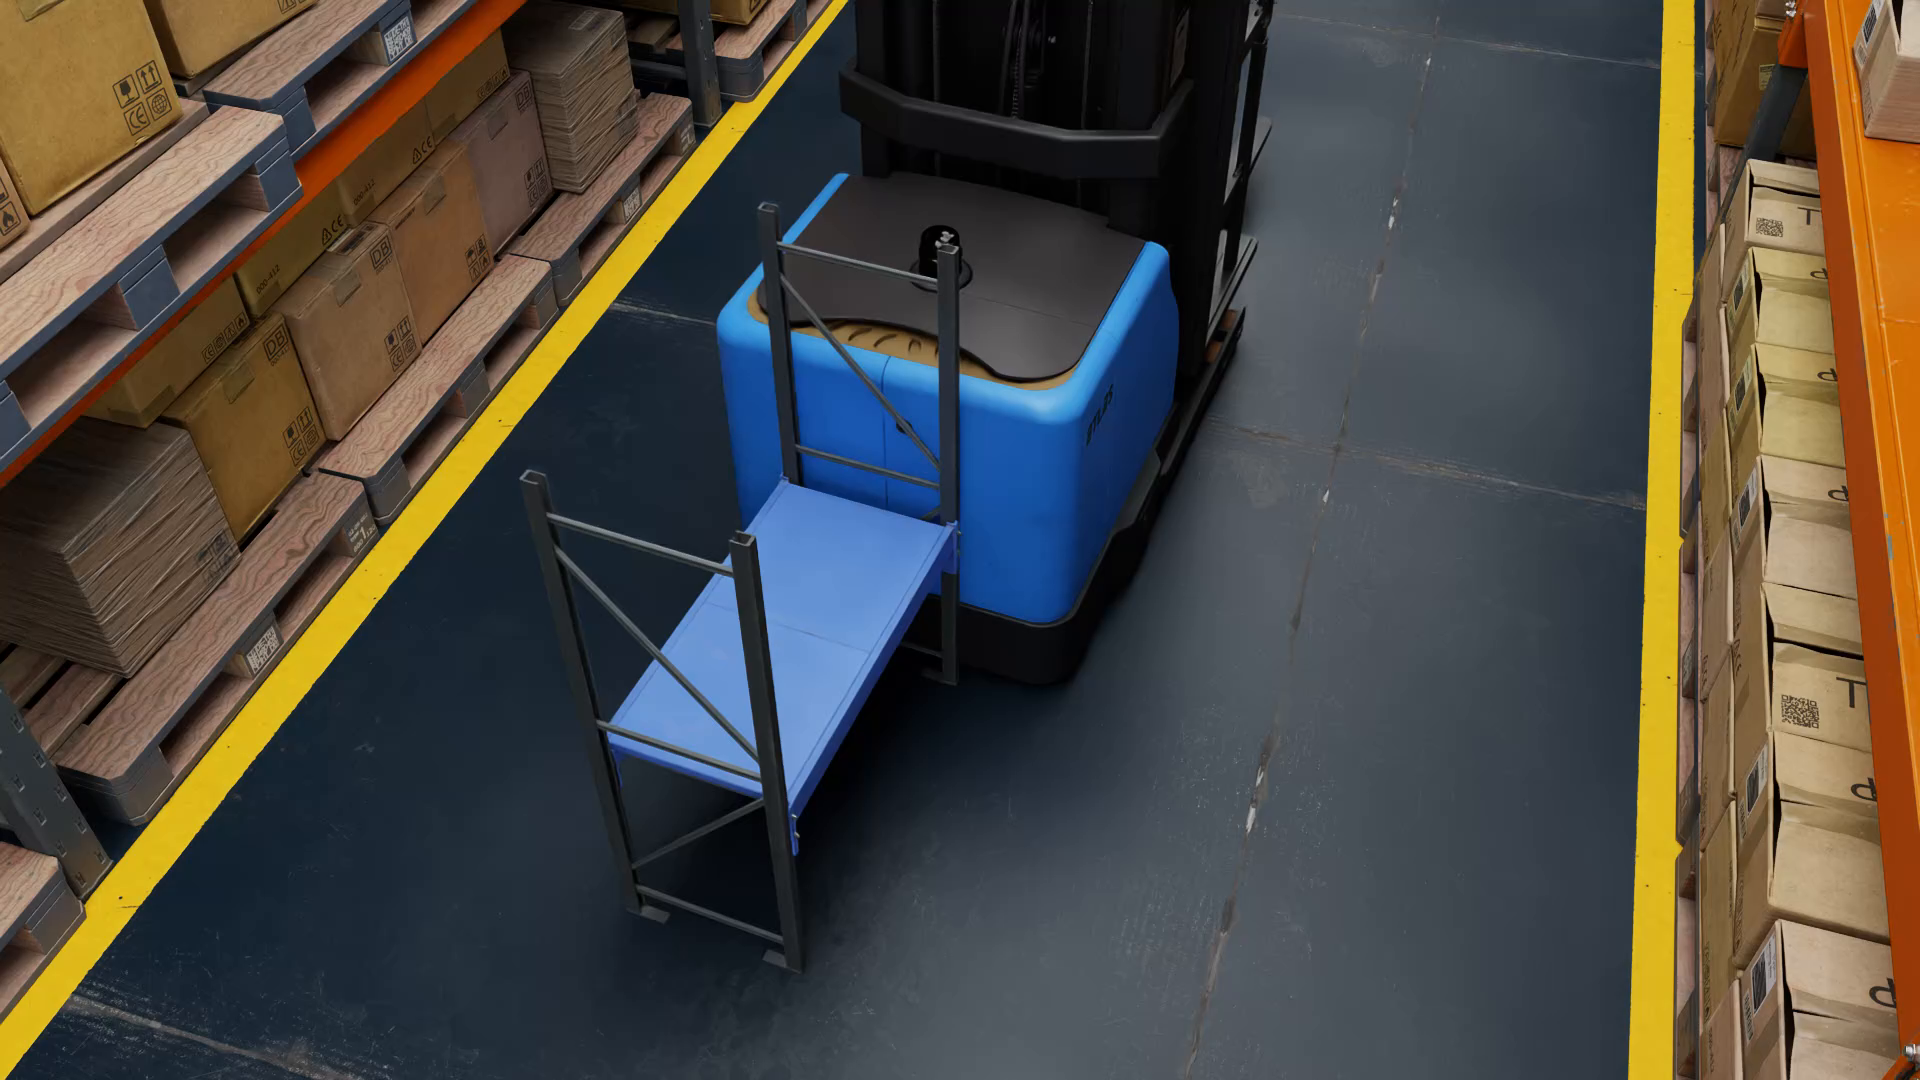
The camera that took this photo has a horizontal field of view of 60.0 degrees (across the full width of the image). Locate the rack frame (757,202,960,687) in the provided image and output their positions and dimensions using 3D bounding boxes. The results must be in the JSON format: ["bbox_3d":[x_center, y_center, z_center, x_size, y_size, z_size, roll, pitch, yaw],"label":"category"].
[{"bbox_3d":[-0.239,-0.187,4.368,0.500,1.500,0.032,16,47,16],"label":"rack frame"}]

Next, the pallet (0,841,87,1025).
[{"bbox_3d":[-2.889,1.169,3.905,1.003,0.211,1.213,13,46,13],"label":"pallet"}]

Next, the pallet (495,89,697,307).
[{"bbox_3d":[-1.746,-1.432,6.562,1.003,0.211,1.213,13,46,13],"label":"pallet"}]

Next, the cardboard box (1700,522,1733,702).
[{"bbox_3d":[2.317,0.242,4.524,0.500,0.250,0.500,13,46,13],"label":"cardboard box"}]

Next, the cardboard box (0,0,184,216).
[{"bbox_3d":[-2.356,-1.179,3.924,0.700,0.500,0.500,17,47,17],"label":"cardboard box"}]

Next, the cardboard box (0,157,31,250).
[{"bbox_3d":[-2.532,-0.808,3.545,0.700,0.500,0.500,13,46,13],"label":"cardboard box"}]

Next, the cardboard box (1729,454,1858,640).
[{"bbox_3d":[2.313,0.051,4.318,0.500,0.311,0.500,12,46,12],"label":"cardboard box"}]

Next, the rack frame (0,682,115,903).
[{"bbox_3d":[-2.719,-0.283,3.394,1.000,3.000,0.127,13,46,13],"label":"rack frame"}]

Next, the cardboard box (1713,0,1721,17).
[{"bbox_3d":[3.584,-2.535,7.169,0.500,0.500,0.500,11,45,11],"label":"cardboard box"}]

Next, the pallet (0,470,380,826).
[{"bbox_3d":[-2.485,0.194,4.900,1.003,0.211,1.213,13,46,13],"label":"pallet"}]

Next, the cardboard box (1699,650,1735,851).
[{"bbox_3d":[2.162,0.581,4.177,0.500,0.250,0.500,13,46,13],"label":"cardboard box"}]

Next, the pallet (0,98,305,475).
[{"bbox_3d":[-2.349,-0.693,3.951,1.003,0.211,1.213,13,46,13],"label":"pallet"}]

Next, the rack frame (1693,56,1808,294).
[{"bbox_3d":[3.215,-1.902,5.049,1.000,3.000,0.127,13,46,13],"label":"rack frame"}]

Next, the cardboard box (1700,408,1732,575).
[{"bbox_3d":[2.473,-0.100,4.873,0.500,0.250,0.500,11,46,11],"label":"cardboard box"}]

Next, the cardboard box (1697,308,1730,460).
[{"bbox_3d":[2.625,-0.448,5.228,0.500,0.250,0.500,11,46,11],"label":"cardboard box"}]

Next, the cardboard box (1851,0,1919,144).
[{"bbox_3d":[2.759,-1.315,4.513,0.500,0.311,0.500,12,46,12],"label":"cardboard box"}]

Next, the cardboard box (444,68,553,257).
[{"bbox_3d":[-1.943,-1.403,6.012,0.700,0.500,0.500,12,46,12],"label":"cardboard box"}]

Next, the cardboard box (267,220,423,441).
[{"bbox_3d":[-2.210,-0.727,5.321,0.700,0.500,0.500,13,46,13],"label":"cardboard box"}]

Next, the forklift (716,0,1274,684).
[{"bbox_3d":[0.366,-1.682,4.874,1.130,2.935,3.031,16,47,16],"label":"forklift"}]

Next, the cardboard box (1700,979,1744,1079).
[{"bbox_3d":[1.852,1.259,3.485,0.500,0.250,0.500,12,46,12],"label":"cardboard box"}]

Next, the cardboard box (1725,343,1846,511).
[{"bbox_3d":[2.468,-0.292,4.668,0.500,0.311,0.500,11,46,11],"label":"cardboard box"}]

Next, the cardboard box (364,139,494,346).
[{"bbox_3d":[-2.066,-1.066,5.667,0.700,0.500,0.500,12,46,12],"label":"cardboard box"}]

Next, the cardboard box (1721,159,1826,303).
[{"bbox_3d":[2.776,-0.983,5.375,0.500,0.311,0.500,14,46,14],"label":"cardboard box"}]

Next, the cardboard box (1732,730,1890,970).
[{"bbox_3d":[2.004,0.717,3.637,0.500,0.311,0.500,14,46,14],"label":"cardboard box"}]

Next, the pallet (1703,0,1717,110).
[{"bbox_3d":[3.848,-2.206,7.353,1.003,0.211,1.213,13,46,13],"label":"pallet"}]

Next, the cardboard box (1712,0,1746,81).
[{"bbox_3d":[3.431,-2.184,6.810,0.500,0.500,0.500,11,45,11],"label":"cardboard box"}]

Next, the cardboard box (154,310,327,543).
[{"bbox_3d":[-2.403,-0.396,4.983,0.700,0.500,0.500,12,46,12],"label":"cardboard box"}]

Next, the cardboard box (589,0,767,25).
[{"bbox_3d":[-1.160,-2.793,7.197,0.750,0.750,0.750,12,46,12],"label":"cardboard box"}]

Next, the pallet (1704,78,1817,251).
[{"bbox_3d":[3.477,-1.395,6.525,1.003,0.211,1.213,13,46,13],"label":"pallet"}]

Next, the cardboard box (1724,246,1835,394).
[{"bbox_3d":[2.625,-0.631,5.015,0.500,0.311,0.500,11,46,12],"label":"cardboard box"}]

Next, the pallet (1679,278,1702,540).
[{"bbox_3d":[2.928,-0.365,5.472,1.003,0.211,1.213,13,46,13],"label":"pallet"}]

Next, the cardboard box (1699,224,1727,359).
[{"bbox_3d":[2.776,-0.783,5.571,0.500,0.250,0.500,12,46,12],"label":"cardboard box"}]

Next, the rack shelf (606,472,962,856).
[{"bbox_3d":[-0.429,0.272,4.157,0.538,0.185,1.000,16,47,16],"label":"rack shelf"}]

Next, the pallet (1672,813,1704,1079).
[{"bbox_3d":[2.189,1.261,3.810,1.003,0.211,1.213,13,46,13],"label":"pallet"}]

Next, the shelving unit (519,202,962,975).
[{"bbox_3d":[-0.429,0.143,4.031,0.538,1.500,1.048,16,47,16],"label":"shelving unit"}]

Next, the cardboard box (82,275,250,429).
[{"bbox_3d":[-2.382,-0.603,4.658,0.500,0.250,0.500,12,46,12],"label":"cardboard box"}]

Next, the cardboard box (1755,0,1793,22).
[{"bbox_3d":[3.287,-2.146,6.235,0.500,0.250,0.500,14,46,14],"label":"cardboard box"}]

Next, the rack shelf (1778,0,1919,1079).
[{"bbox_3d":[2.609,-0.312,3.939,1.077,0.370,4.000,13,46,13],"label":"rack shelf"}]

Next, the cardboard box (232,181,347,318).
[{"bbox_3d":[-2.228,-0.951,5.013,0.500,0.250,0.500,11,46,11],"label":"cardboard box"}]

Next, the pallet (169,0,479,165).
[{"bbox_3d":[-2.068,-1.552,4.829,1.003,0.211,1.213,13,46,13],"label":"pallet"}]

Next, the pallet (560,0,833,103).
[{"bbox_3d":[-1.197,-2.462,7.615,1.003,0.211,1.213,13,46,13],"label":"pallet"}]

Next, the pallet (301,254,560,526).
[{"bbox_3d":[-2.117,-0.621,5.734,1.003,0.211,1.213,13,46,13],"label":"pallet"}]

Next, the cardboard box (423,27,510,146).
[{"bbox_3d":[-1.908,-1.623,5.701,0.500,0.250,0.500,13,46,13],"label":"cardboard box"}]

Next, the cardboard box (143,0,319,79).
[{"bbox_3d":[-2.187,-1.624,4.379,0.700,0.500,0.500,19,47,18],"label":"cardboard box"}]

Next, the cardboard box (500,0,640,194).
[{"bbox_3d":[-1.676,-1.722,6.338,0.700,0.500,0.500,13,46,13],"label":"cardboard box"}]

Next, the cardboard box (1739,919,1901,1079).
[{"bbox_3d":[1.853,1.065,3.281,0.500,0.311,0.500,13,46,13],"label":"cardboard box"}]

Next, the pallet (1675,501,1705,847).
[{"bbox_3d":[2.557,0.445,4.644,1.003,0.211,1.213,13,46,13],"label":"pallet"}]

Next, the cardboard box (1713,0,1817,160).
[{"bbox_3d":[3.274,-1.839,6.458,0.500,0.500,0.500,14,46,14],"label":"cardboard box"}]

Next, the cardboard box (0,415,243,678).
[{"bbox_3d":[-2.512,-0.041,4.620,0.700,0.500,0.500,14,46,14],"label":"cardboard box"}]

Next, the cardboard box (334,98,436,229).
[{"bbox_3d":[-2.059,-1.279,5.349,0.500,0.250,0.500,12,46,12],"label":"cardboard box"}]

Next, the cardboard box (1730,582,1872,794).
[{"bbox_3d":[2.158,0.385,3.976,0.500,0.311,0.500,12,46,12],"label":"cardboard box"}]

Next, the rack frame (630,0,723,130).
[{"bbox_3d":[-1.508,-2.949,6.119,1.000,3.000,0.127,13,46,13],"label":"rack frame"}]

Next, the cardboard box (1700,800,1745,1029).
[{"bbox_3d":[2.007,0.922,3.829,0.500,0.250,0.500,12,46,12],"label":"cardboard box"}]

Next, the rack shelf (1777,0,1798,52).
[{"bbox_3d":[3.820,-2.978,6.663,1.077,0.370,4.000,13,46,13],"label":"rack shelf"}]

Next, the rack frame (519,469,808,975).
[{"bbox_3d":[-0.619,0.473,3.694,0.500,1.500,0.032,16,47,16],"label":"rack frame"}]
